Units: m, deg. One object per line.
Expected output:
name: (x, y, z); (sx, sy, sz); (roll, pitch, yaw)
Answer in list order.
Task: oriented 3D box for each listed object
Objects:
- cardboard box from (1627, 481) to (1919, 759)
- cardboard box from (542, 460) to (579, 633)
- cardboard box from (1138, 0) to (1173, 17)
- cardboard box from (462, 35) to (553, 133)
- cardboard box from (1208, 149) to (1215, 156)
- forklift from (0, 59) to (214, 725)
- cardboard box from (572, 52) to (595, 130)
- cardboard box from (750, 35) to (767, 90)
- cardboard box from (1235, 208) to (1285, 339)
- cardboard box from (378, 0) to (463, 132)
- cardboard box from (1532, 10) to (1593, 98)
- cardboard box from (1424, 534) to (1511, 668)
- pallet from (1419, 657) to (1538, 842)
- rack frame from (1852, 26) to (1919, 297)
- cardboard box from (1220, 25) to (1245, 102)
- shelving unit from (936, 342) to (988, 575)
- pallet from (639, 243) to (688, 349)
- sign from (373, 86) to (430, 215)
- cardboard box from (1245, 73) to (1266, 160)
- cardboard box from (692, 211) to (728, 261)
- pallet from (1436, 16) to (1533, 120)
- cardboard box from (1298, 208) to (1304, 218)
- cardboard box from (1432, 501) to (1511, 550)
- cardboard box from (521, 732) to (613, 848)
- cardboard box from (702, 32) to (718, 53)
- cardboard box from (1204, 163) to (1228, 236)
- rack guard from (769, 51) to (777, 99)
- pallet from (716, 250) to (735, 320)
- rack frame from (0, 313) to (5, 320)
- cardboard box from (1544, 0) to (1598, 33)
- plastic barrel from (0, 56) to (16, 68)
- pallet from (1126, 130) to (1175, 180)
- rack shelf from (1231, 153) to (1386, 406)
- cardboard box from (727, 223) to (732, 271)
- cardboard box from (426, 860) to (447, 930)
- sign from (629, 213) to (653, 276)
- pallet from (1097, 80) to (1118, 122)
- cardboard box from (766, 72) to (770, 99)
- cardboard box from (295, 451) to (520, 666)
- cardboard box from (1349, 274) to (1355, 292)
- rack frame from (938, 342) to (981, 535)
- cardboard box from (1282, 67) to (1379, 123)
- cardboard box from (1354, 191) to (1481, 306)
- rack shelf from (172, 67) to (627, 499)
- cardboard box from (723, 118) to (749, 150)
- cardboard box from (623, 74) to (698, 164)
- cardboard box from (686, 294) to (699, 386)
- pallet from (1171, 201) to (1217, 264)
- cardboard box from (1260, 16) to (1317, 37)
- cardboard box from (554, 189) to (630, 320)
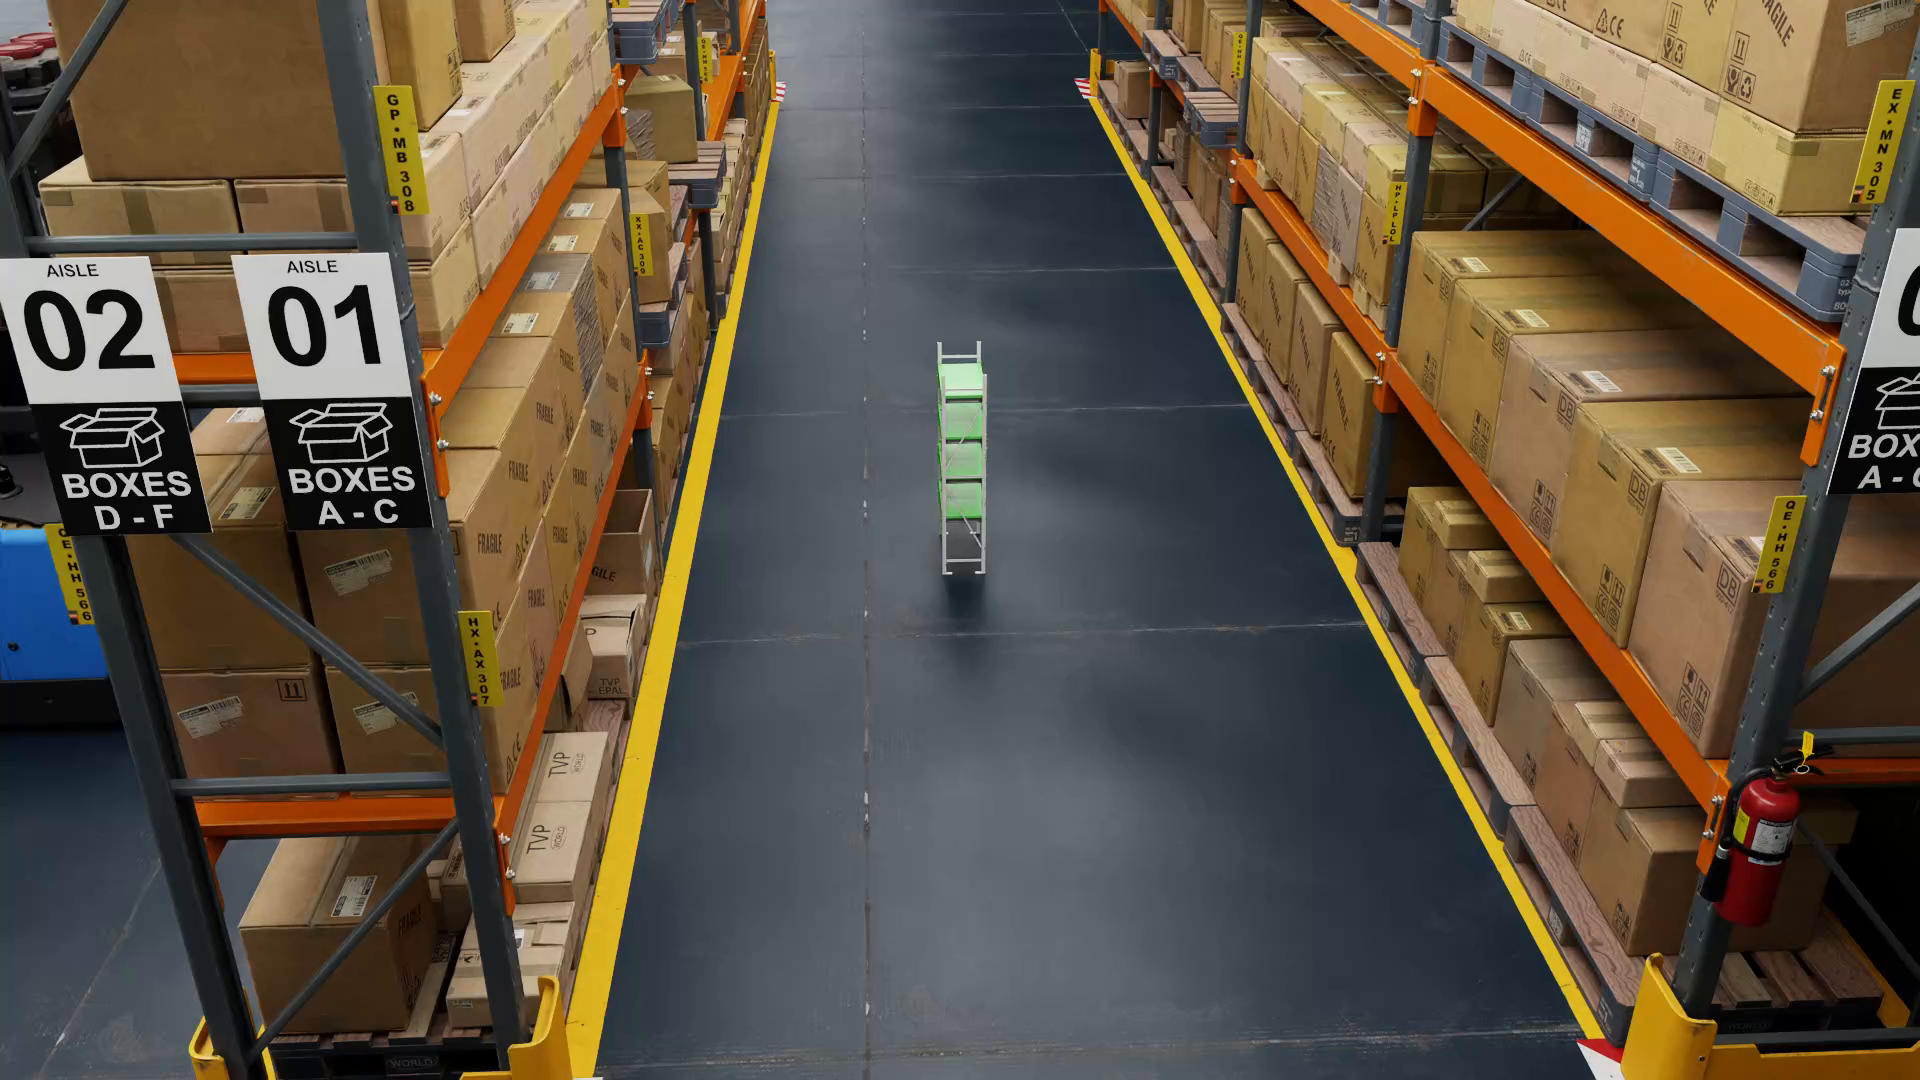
cardboard box: (2.955, 0.259, 5.685); (0.980, 0.700, 0.700); (0, 28, 0)
cardboard box: (-1.770, 0.023, 6.353); (0.500, 0.500, 0.500); (-1, 28, -3)
cardboard box: (2.032, -5.400, 16.189); (0.500, 0.500, 0.500); (-1, 28, -3)
cardboard box: (-1.795, -1.672, 6.091); (0.500, 0.250, 0.500); (-1, 28, -3)
cardboard box: (2.478, -3.550, 14.730); (0.500, 0.250, 0.500); (-2, 28, -4)
forklift: (-4.549, -1.057, 8.607); (1.130, 2.935, 3.031); (-2, 28, -3)
cardboard box: (-1.857, -1.912, 7.092); (0.500, 0.250, 0.500); (-1, 28, -3)
cardboard box: (-2.398, -5.238, 18.257); (0.500, 0.500, 0.500); (-1, 28, -3)
cardboard box: (2.482, -1.957, 12.129); (0.750, 0.750, 0.750); (-2, 28, -3)
cardboard box: (-1.939, -1.538, 5.023); (0.700, 0.500, 0.500); (-1, 28, -3)
cardboard box: (2.602, -1.916, 6.536); (0.500, 0.250, 0.500); (-2, 28, -4)
cardboard box: (2.743, 0.282, 8.214); (0.700, 0.500, 0.500); (-2, 28, -3)
pallet: (2.811, 0.935, 7.730); (1.003, 0.211, 1.213); (-1, 28, -3)
rack frame: (2.992, -2.032, 3.916); (1.000, 3.000, 0.127); (-1, 28, -3)
cardboard box: (2.484, -3.780, 13.171); (0.700, 0.500, 0.500); (-4, 28, -7)
shelving unit: (0.009, -0.456, 9.326); (0.258, 1.200, 0.503); (-1, 28, -3)
pallet: (-2.096, -1.385, 9.369); (1.003, 0.211, 1.213); (-1, 28, -3)
sign: (-1.413, -0.982, 4.200); (0.100, 0.325, 0.005); (-1, 28, -3)
cardboard box: (2.344, -3.021, 11.848); (0.500, 0.500, 0.500); (-1, 28, -1)
cardboard box: (-2.107, -2.410, 13.040); (0.500, 0.311, 0.500); (0, 28, -1)
pallet: (2.815, -2.132, 7.447); (1.003, 0.211, 1.213); (-1, 28, -3)
cardboard box: (2.455, -2.213, 11.000); (0.380, 0.149, 0.250); (-1, 28, -2)
cardboard box: (2.555, -0.075, 8.197); (0.380, 0.149, 0.250); (0, 28, -1)
cardboard box: (-1.752, 1.053, 6.984); (0.500, 0.250, 0.500); (-1, 28, -3)
cardboard box: (-2.512, -4.500, 15.296); (0.500, 0.250, 0.500); (0, 28, 1)
cardboard box: (2.520, -2.954, 14.398); (0.700, 0.500, 0.500); (-2, 28, -3)
rack guard: (-2.791, -5.543, 19.837); (1.175, 0.500, 0.348); (-1, 28, -3)
pallet: (-2.376, -2.090, 13.529); (1.003, 0.211, 1.213); (-1, 28, -3)
rack frame: (-7.319, -2.828, 11.928); (1.000, 3.000, 0.127); (-1, 28, -3)
cardboard box: (2.605, -2.245, 6.356); (0.500, 0.500, 0.500); (-1, 28, -2)
plastic barrel: (-7.608, -3.542, 13.176); (0.421, 0.512, 0.421); (0, 28, 0)
pallet: (2.295, -3.987, 17.166); (1.003, 0.211, 1.213); (-1, 28, -3)
rack shelf: (2.679, -1.824, 10.782); (1.077, 0.370, 4.000); (-1, 28, -3)
cardboard box: (-2.134, -2.394, 13.615); (0.500, 0.250, 0.500); (-2, 28, -4)
cardboard box: (-2.160, 1.376, 6.457); (0.380, 0.166, 0.250); (-1, 28, -3)
sign: (-1.622, -1.499, 8.444); (0.100, 0.325, 0.005); (-1, 28, -3)
pallet: (2.168, -5.114, 19.327); (1.003, 0.211, 1.213); (-1, 28, -3)
cardboard box: (-2.429, -5.136, 18.873); (0.500, 0.250, 0.500); (-1, 28, -3)
cardboard box: (-1.715, 0.050, 5.221); (0.500, 0.500, 0.500); (-1, 28, -1)
cardboard box: (2.478, -1.503, 9.638); (0.380, 0.149, 0.250); (-1, 28, -1)
rack frame: (-0.004, -0.568, 9.542); (0.240, 1.200, 0.015); (-1, 28, -3)
cardboard box: (2.399, -2.890, 10.784); (0.500, 0.250, 0.500); (-1, 28, -2)
cardboard box: (2.507, -1.612, 9.145); (0.500, 0.500, 0.500); (-2, 28, -3)
rack shelf: (-2.059, -1.186, 6.314); (1.077, 0.370, 4.000); (-1, 28, -3)
cardboard box: (-2.274, -3.828, 15.759); (0.500, 0.311, 0.500); (-1, 28, -3)
cardboard box: (-2.227, -2.888, 11.481); (0.700, 0.500, 0.500); (-11, 29, -20)
cardboard box: (-2.063, -1.367, 11.355); (0.500, 0.500, 0.500); (-2, 28, -5)
pallet: (2.474, -2.753, 14.801); (1.003, 0.211, 1.213); (-1, 28, -3)
cardboard box: (2.495, -3.901, 12.700); (0.380, 0.149, 0.250); (-6, 28, -11)
cardboard box: (-1.879, -1.359, 7.922); (0.500, 0.500, 0.500); (-1, 28, -2)
